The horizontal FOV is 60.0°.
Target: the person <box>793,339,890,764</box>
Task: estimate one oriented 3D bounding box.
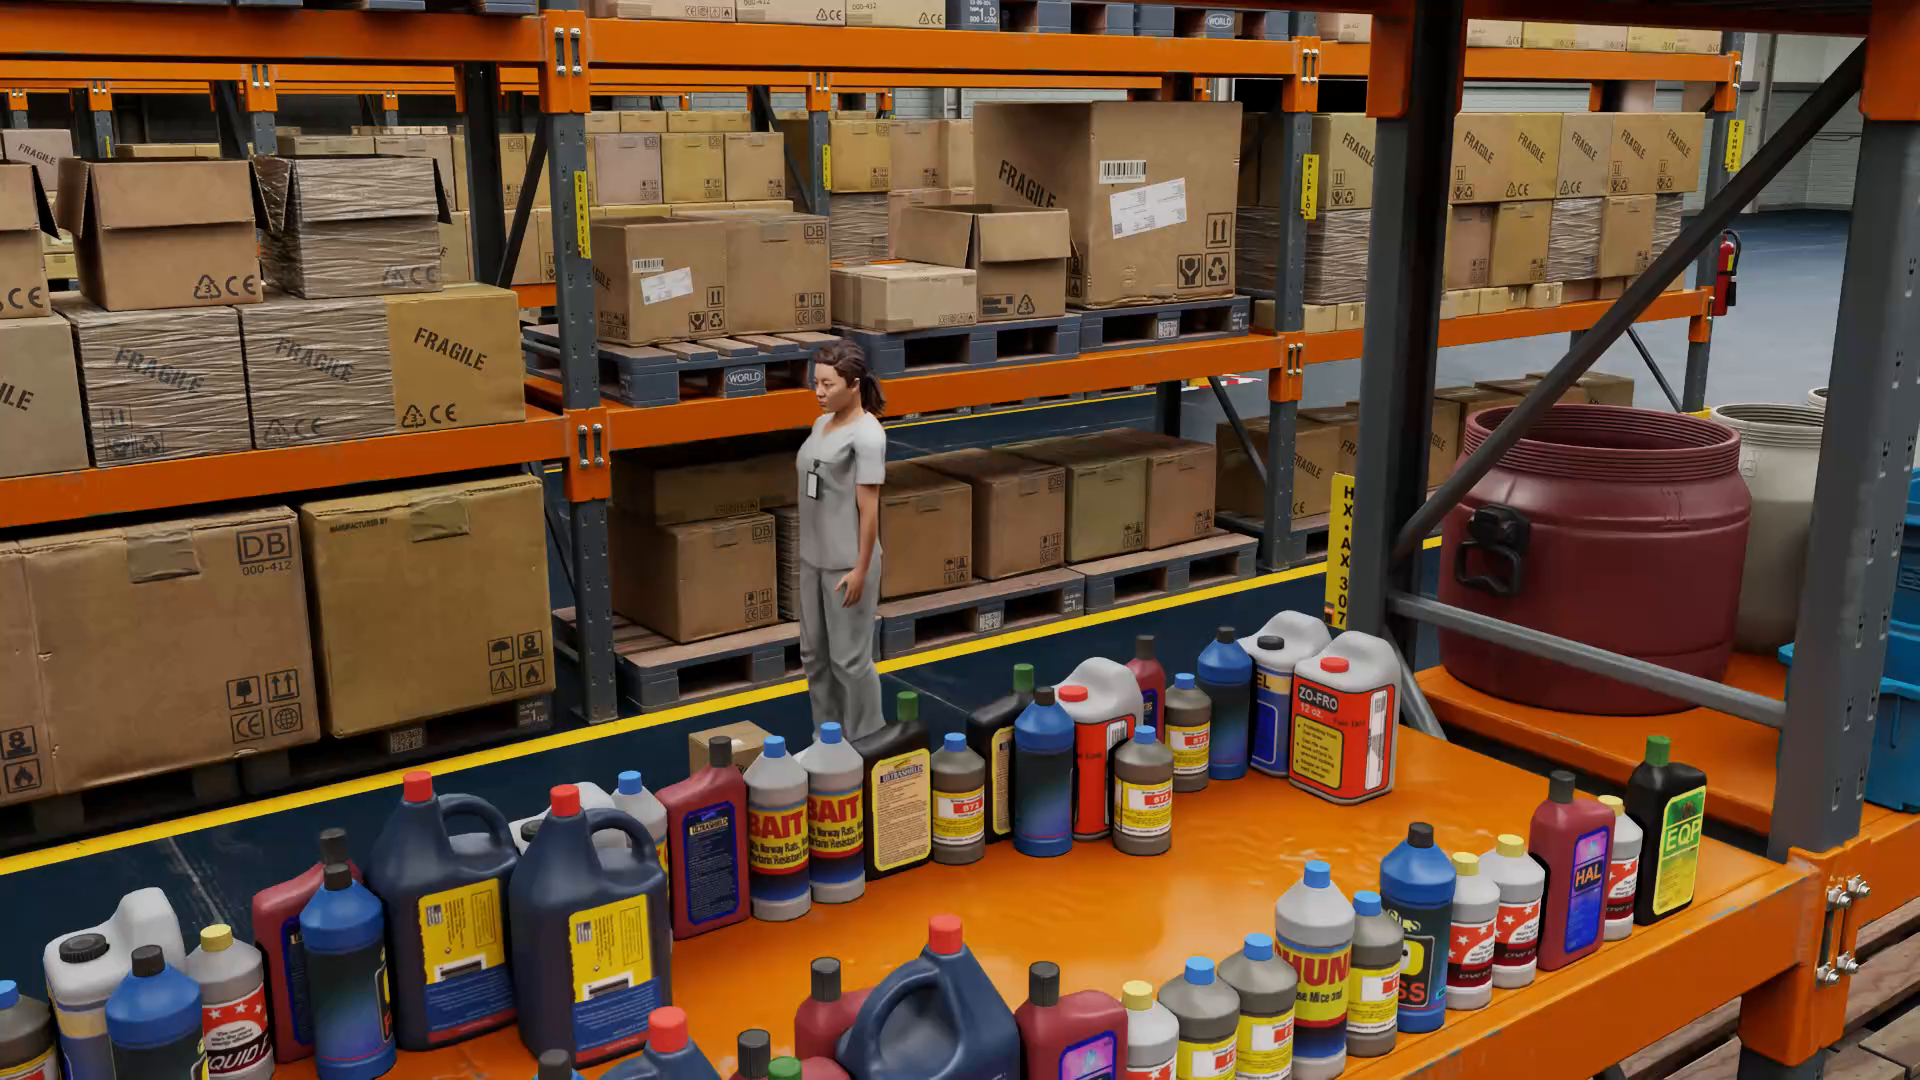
[{"bbox_3d":[-0.433,0.088,6.190,0.351,1.673,0.439,-10,18,-33],"label":"person"}]
